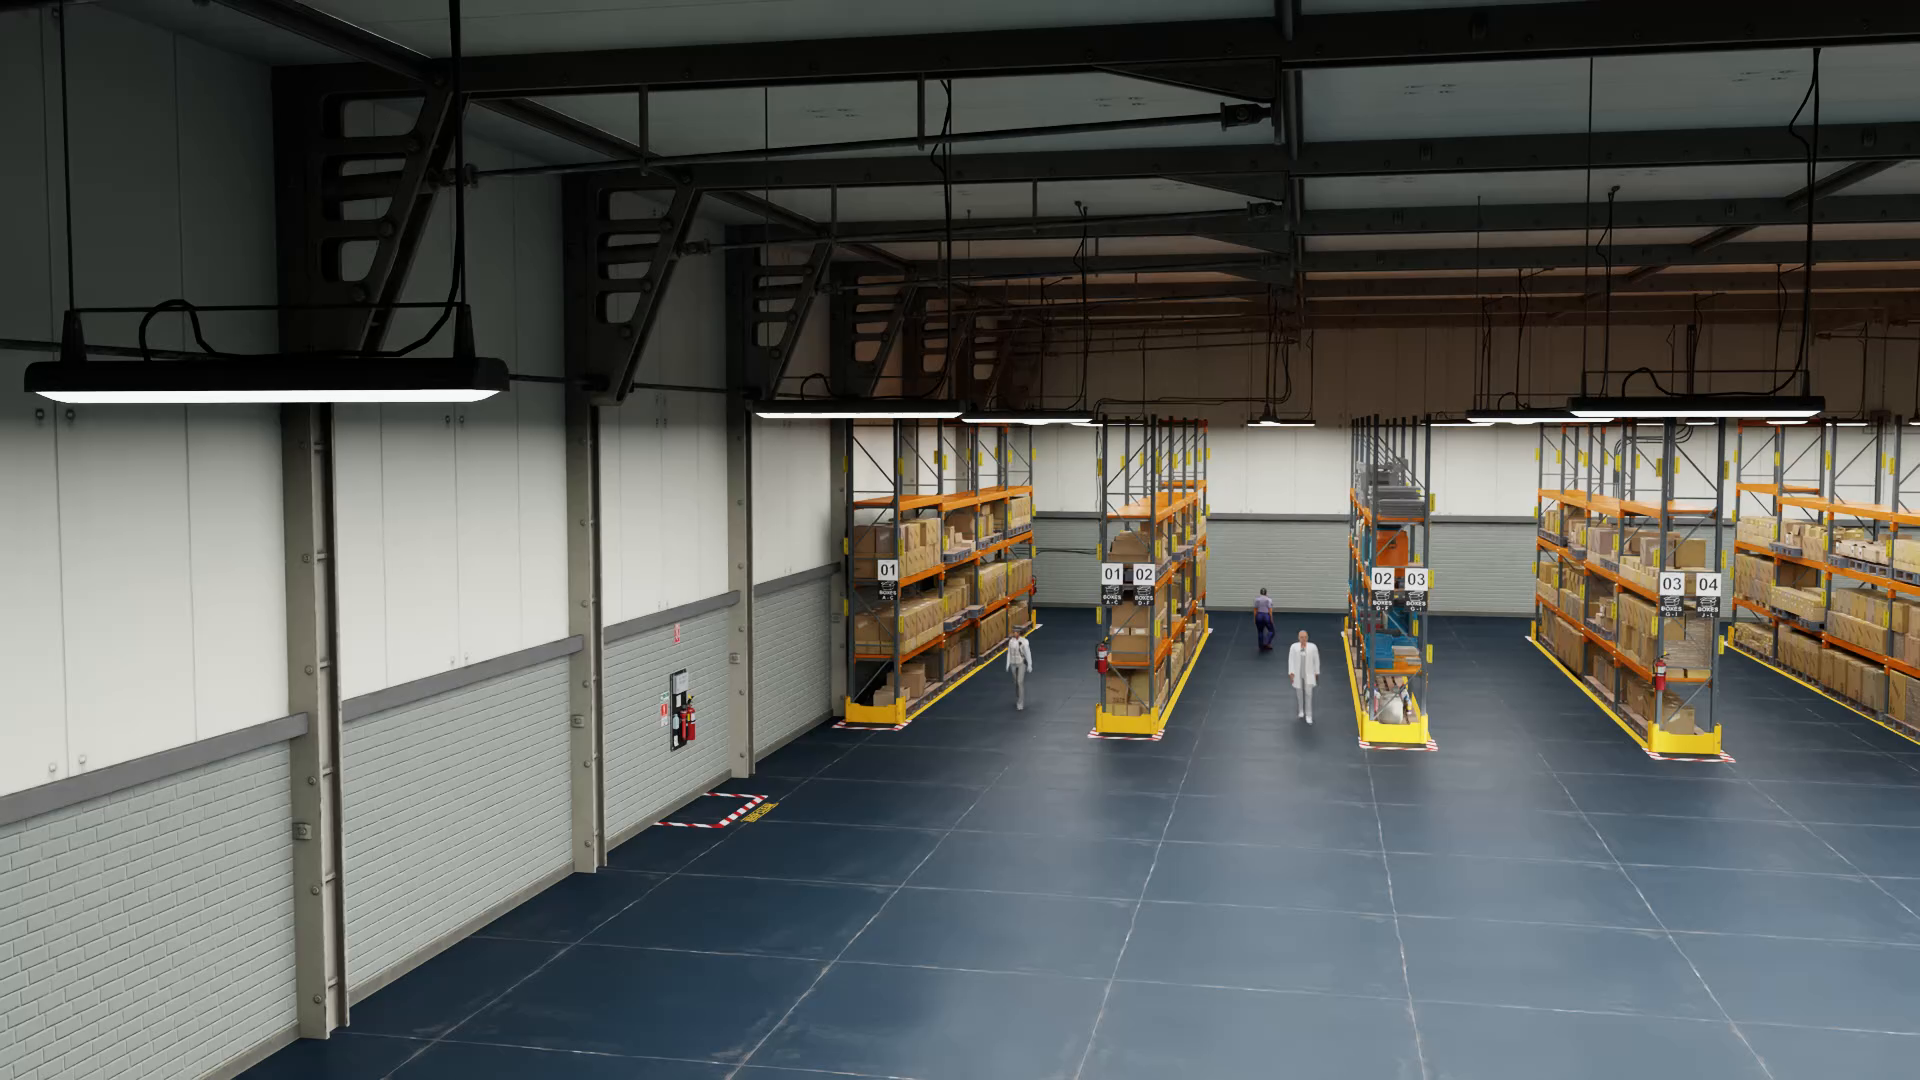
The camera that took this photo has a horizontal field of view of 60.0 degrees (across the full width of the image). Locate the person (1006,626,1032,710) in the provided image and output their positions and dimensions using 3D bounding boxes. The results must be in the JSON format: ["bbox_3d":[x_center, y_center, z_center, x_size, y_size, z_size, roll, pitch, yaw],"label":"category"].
[{"bbox_3d":[1.171,2.607,34.315,0.591,1.669,0.622,3,5,38],"label":"person"}]

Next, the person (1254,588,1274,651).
[{"bbox_3d":[7.833,2.053,42.868,0.540,1.646,0.476,2,4,24],"label":"person"}]

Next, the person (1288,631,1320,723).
[{"bbox_3d":[6.733,2.653,32.632,0.594,1.744,0.971,1,4,21],"label":"person"}]

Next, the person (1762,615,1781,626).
[{"bbox_3d":[22.029,1.861,45.152,1.022,1.668,0.548,0,4,-5],"label":"person"}]
